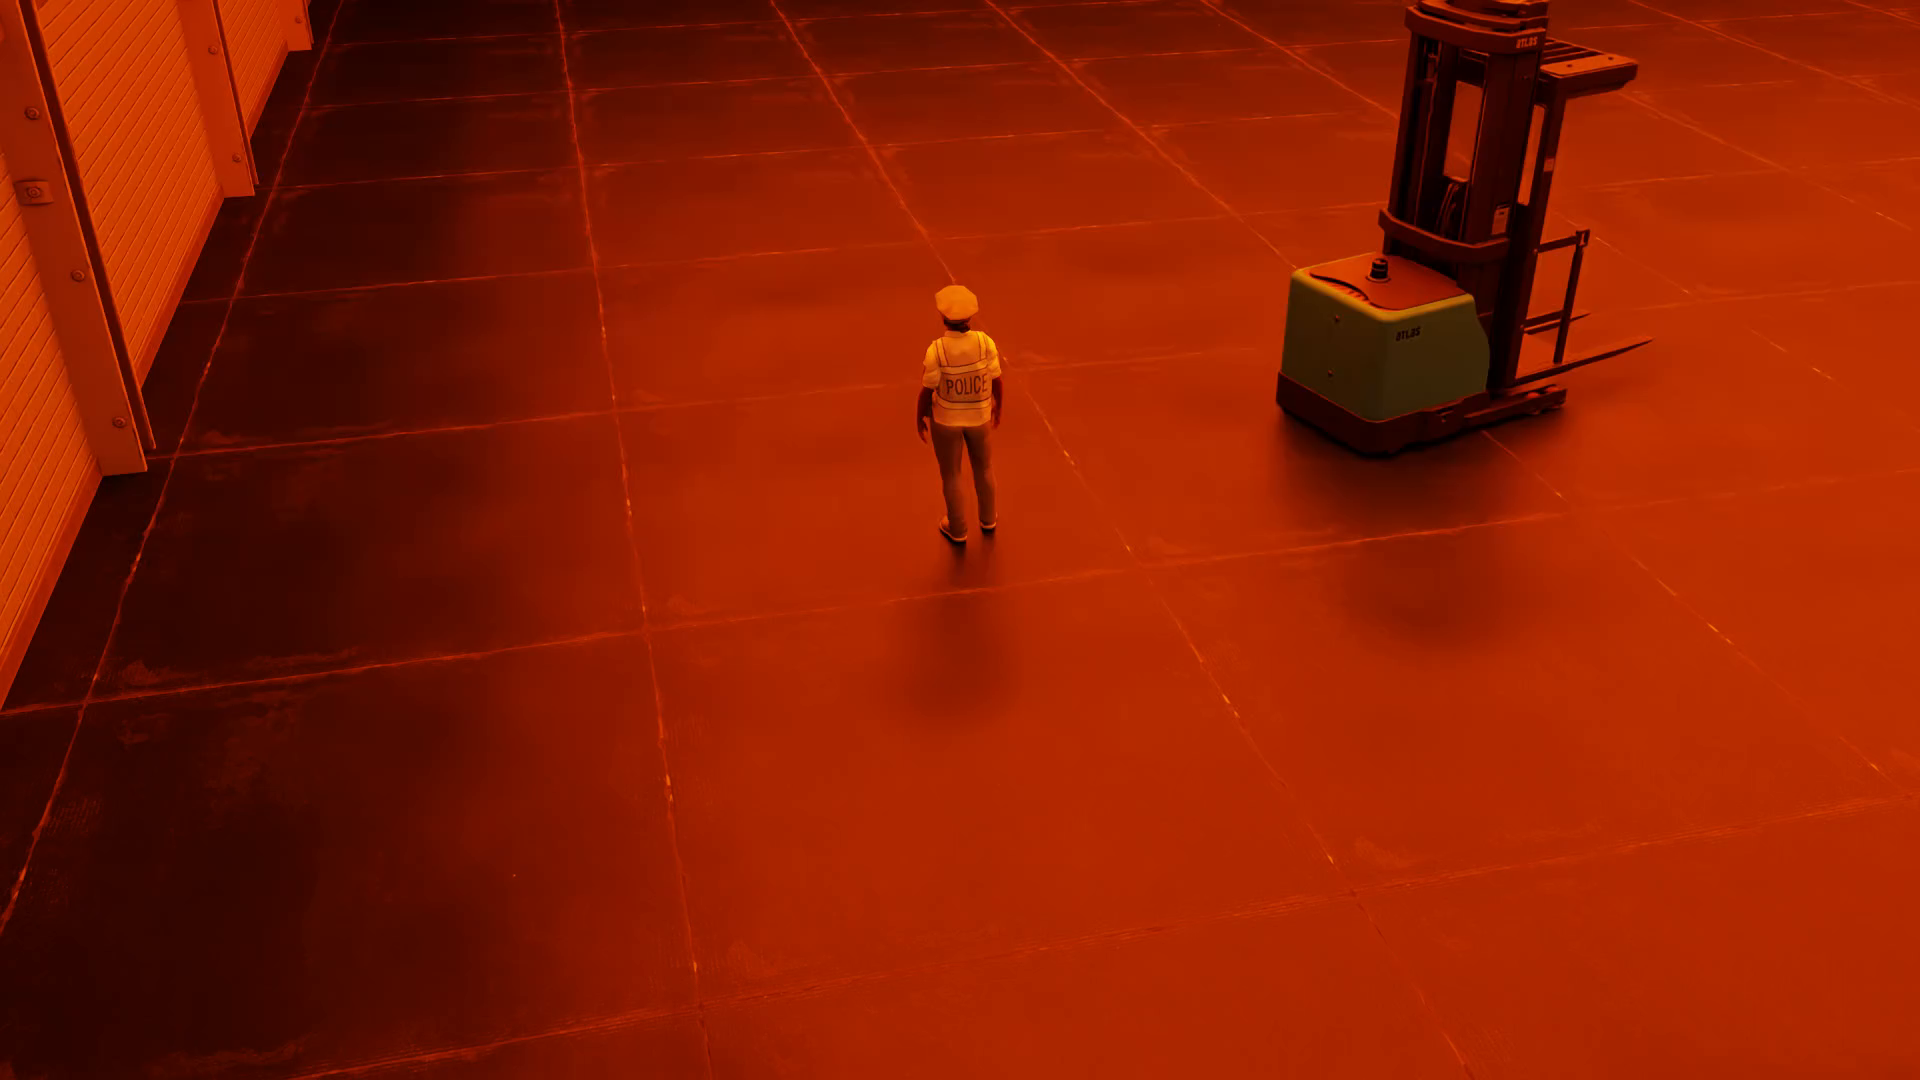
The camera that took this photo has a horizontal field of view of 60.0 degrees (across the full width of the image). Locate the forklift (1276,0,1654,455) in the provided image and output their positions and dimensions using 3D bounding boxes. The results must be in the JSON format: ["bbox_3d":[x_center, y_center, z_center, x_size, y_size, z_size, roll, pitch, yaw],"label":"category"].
[{"bbox_3d":[3.832,-2.384,11.693,3.031,2.935,1.130,-16,34,-26],"label":"forklift"}]

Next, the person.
[{"bbox_3d":[0.002,-0.777,10.139,0.569,1.692,0.530,-7,31,-12],"label":"person"}]
